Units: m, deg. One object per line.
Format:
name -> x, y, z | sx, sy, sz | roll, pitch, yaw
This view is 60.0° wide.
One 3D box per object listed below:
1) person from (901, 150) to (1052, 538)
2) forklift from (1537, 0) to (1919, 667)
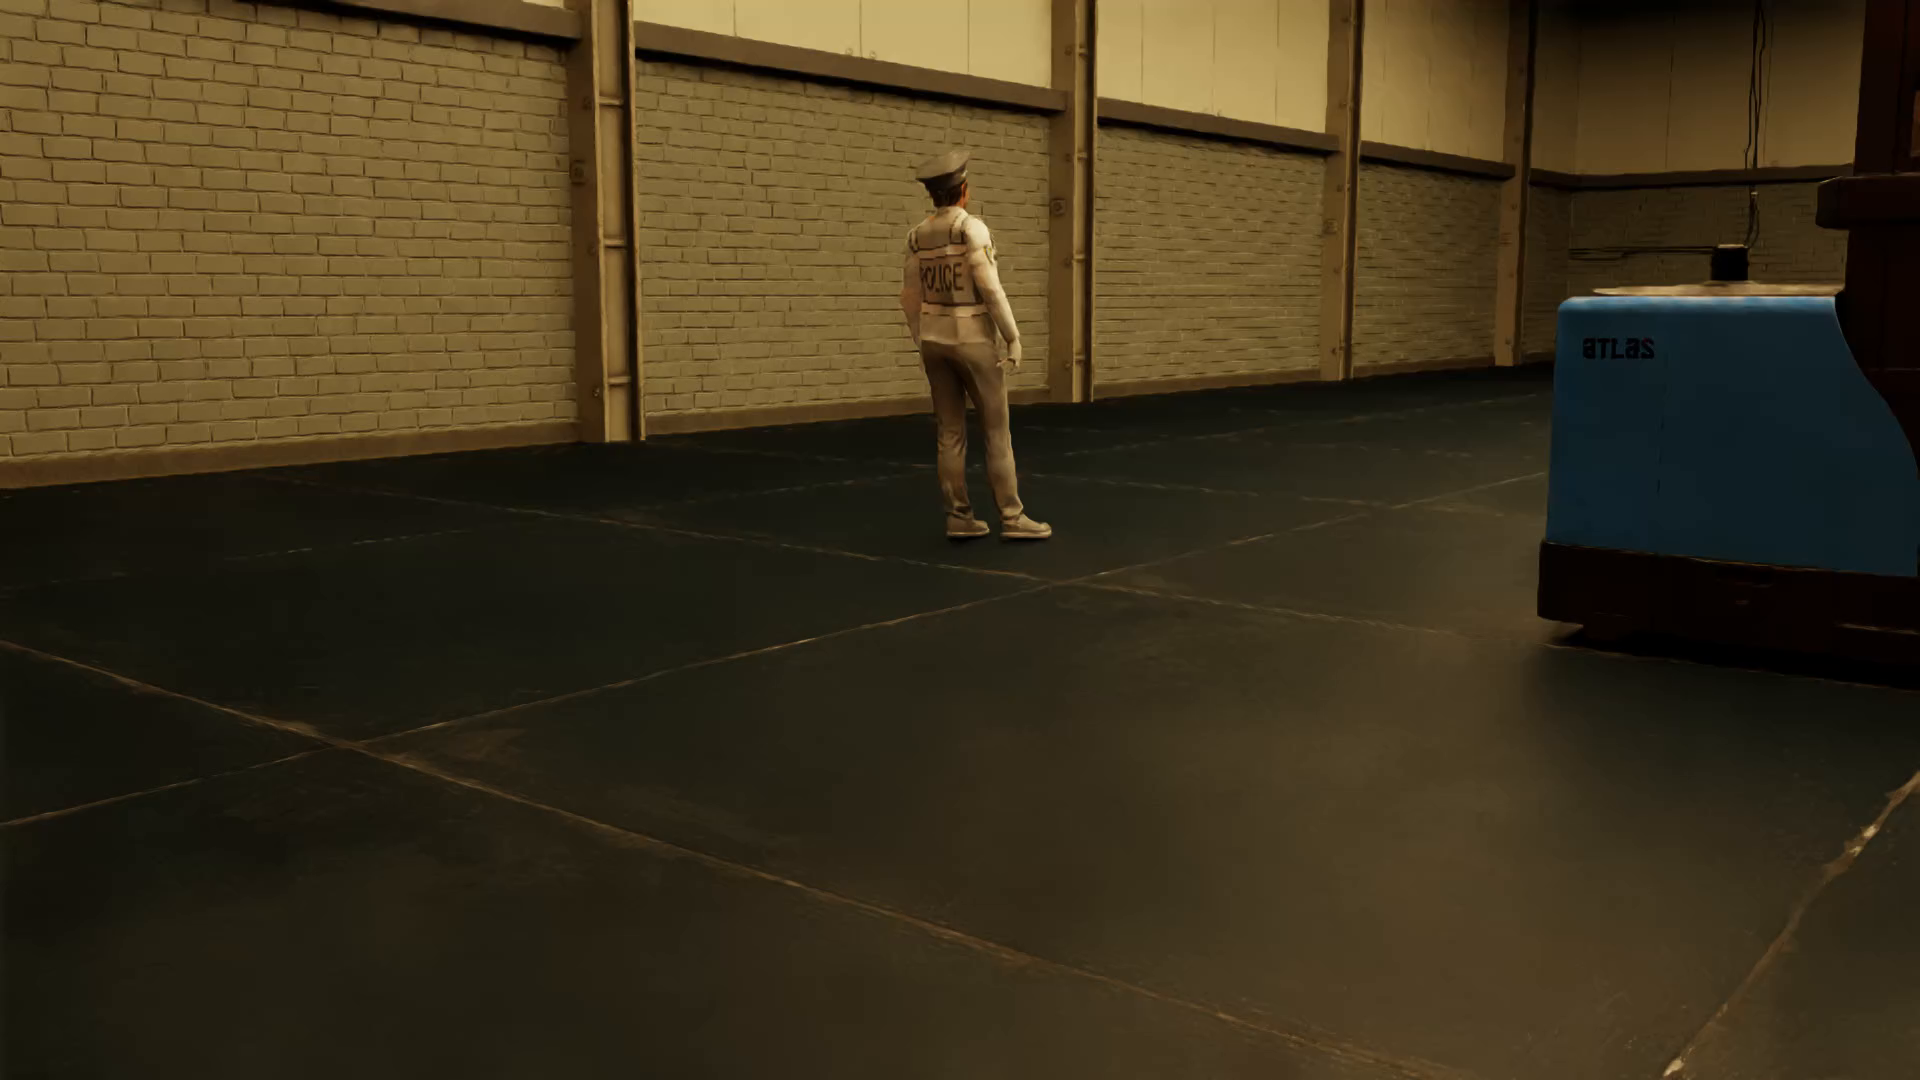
person -> 0.048, -0.853, 7.329 | 0.586, 1.695, 0.532 | 7, 11, 38
forklift -> 3.297, -1.057, 4.508 | 3.031, 2.935, 1.130 | 7, 11, 38
